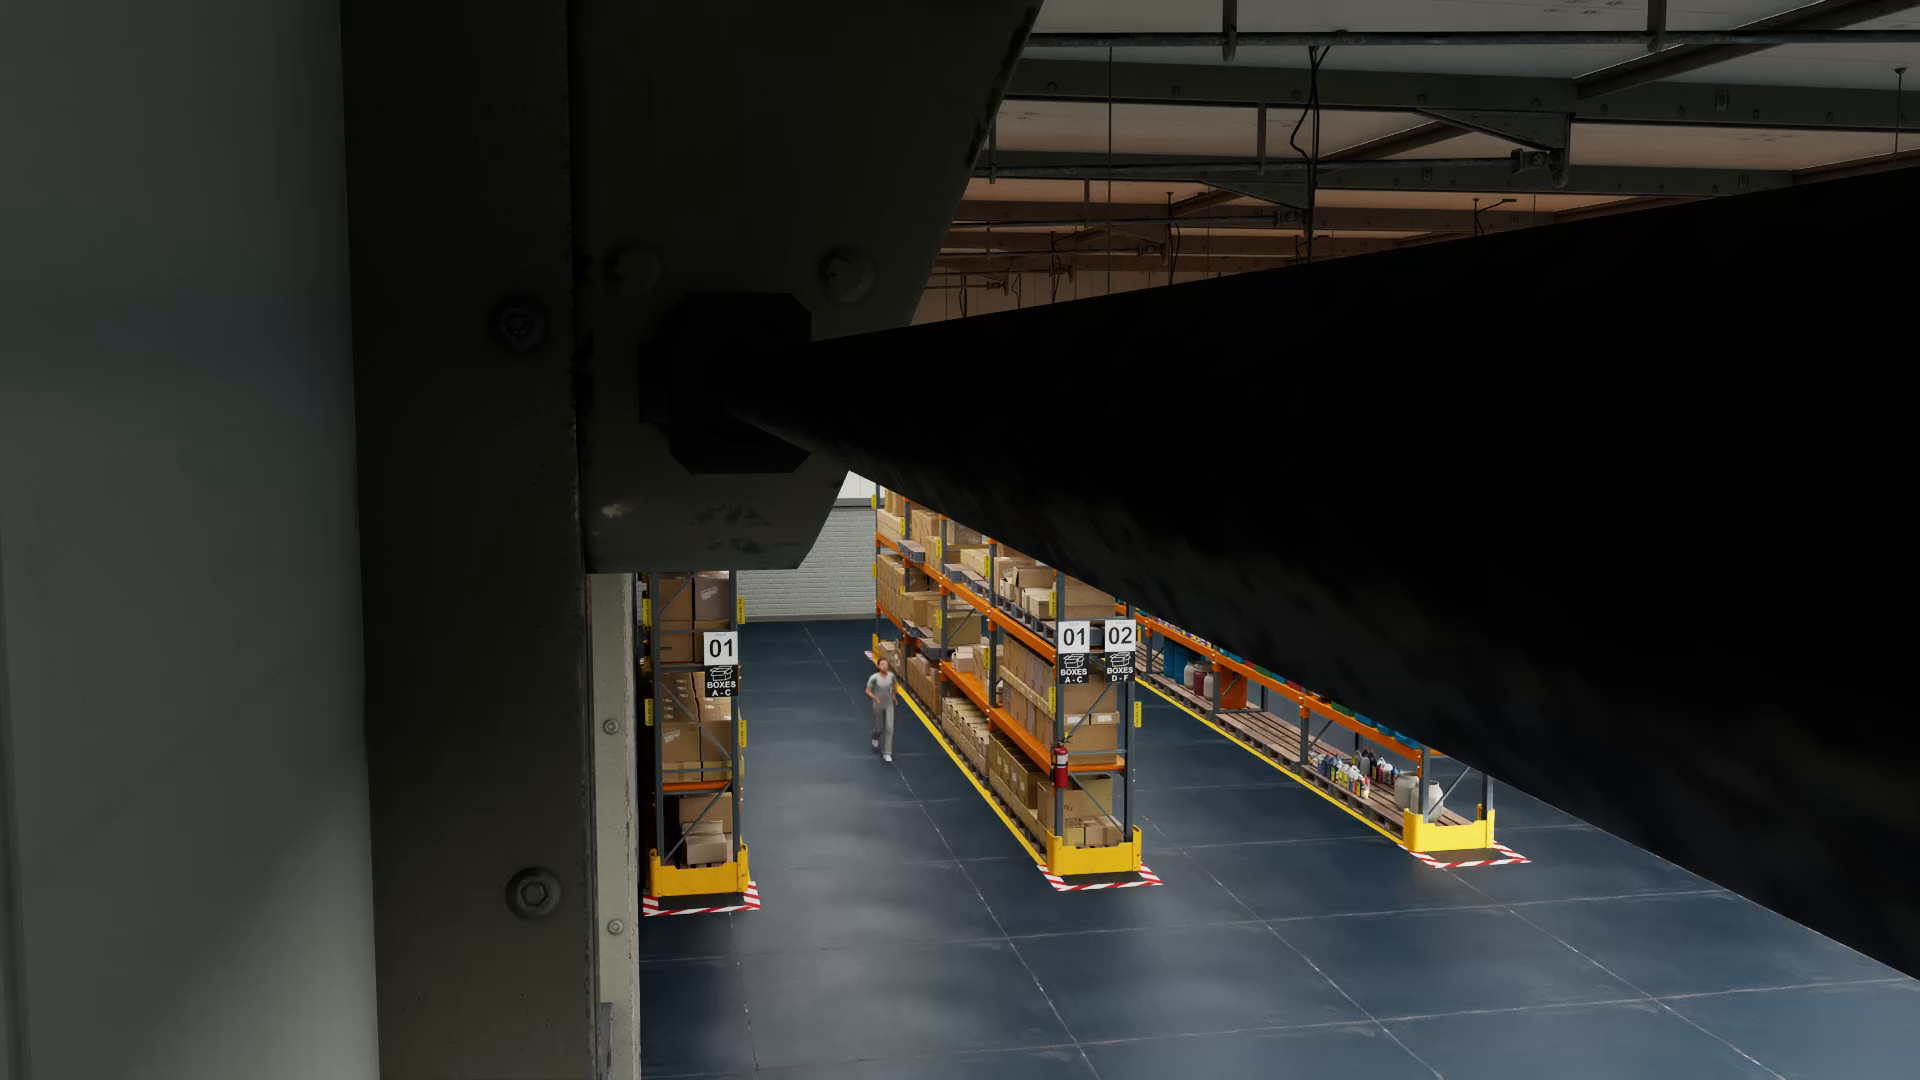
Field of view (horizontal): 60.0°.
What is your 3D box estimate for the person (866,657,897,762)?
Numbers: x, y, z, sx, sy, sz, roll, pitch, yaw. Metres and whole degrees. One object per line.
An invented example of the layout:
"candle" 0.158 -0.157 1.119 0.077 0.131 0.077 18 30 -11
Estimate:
"person" -1.261 2.728 27.124 0.569 1.657 0.913 -2 6 -18
